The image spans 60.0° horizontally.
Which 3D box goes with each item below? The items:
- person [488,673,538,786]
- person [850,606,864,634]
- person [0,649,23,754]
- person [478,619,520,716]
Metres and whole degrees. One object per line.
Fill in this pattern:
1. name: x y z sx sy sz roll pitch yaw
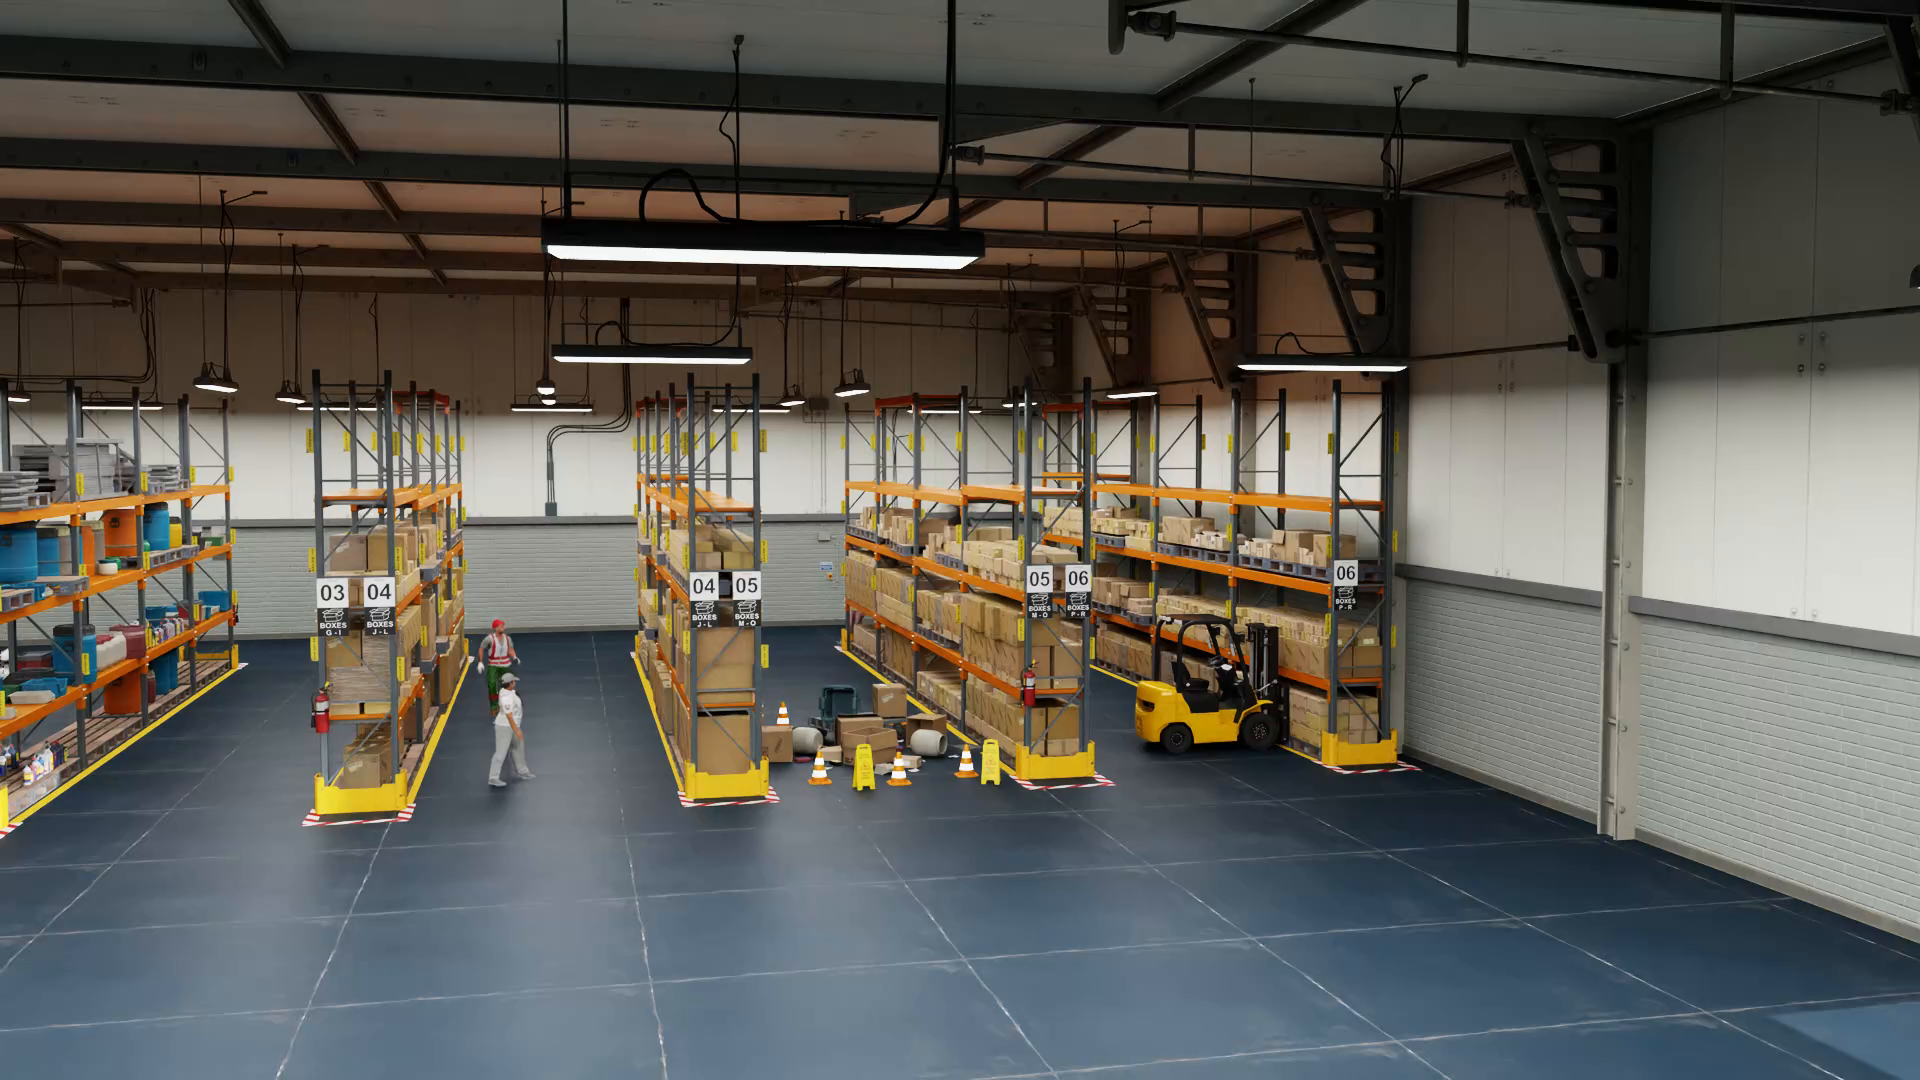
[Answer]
1. person: -6.616 2.767 24.530 0.602 1.659 0.711 0 3 -1
2. person: -2.637 1.800 41.511 0.473 1.699 0.525 2 4 25
3. person: -14.985 2.616 26.162 0.628 1.813 0.395 -2 4 -31
4. person: -8.574 2.377 30.953 0.772 1.813 0.875 -1 3 -12
